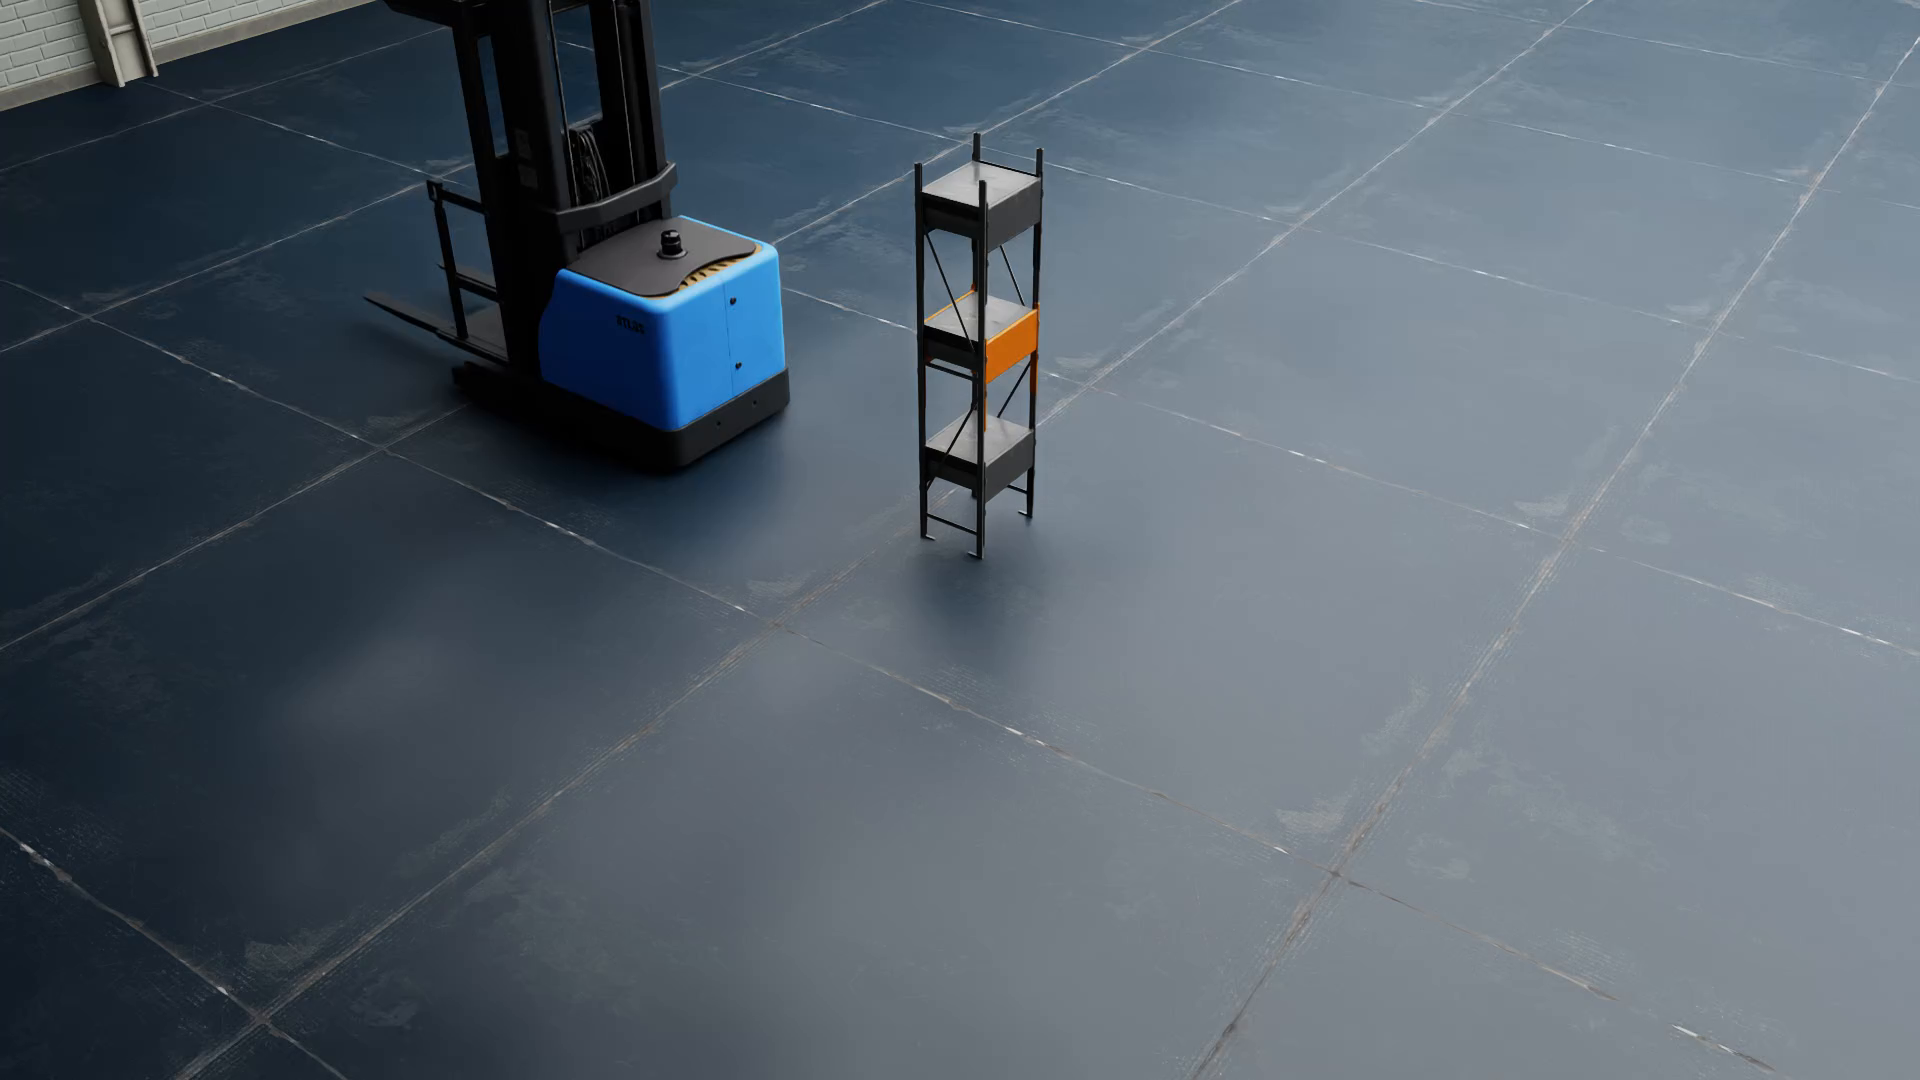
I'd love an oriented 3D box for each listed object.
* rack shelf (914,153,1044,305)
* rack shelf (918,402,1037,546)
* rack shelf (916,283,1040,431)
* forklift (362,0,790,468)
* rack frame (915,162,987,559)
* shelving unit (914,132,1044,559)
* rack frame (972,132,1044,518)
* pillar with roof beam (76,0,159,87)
[{"bbox_3d":[0.094,-1.515,8.066,0.431,0.518,0.480,21,39,28],"label":"rack shelf"},{"bbox_3d":[0.094,-0.355,8.850,0.431,0.518,0.480,21,39,28],"label":"rack shelf"},{"bbox_3d":[0.094,-0.935,8.458,0.431,0.518,0.480,21,39,28],"label":"rack shelf"},{"bbox_3d":[-2.509,-2.279,9.679,3.031,2.935,1.130,23,40,30],"label":"forklift"},{"bbox_3d":[-0.045,-0.834,8.284,0.400,2.100,0.015,21,39,28],"label":"rack frame"},{"bbox_3d":[0.094,-0.946,8.450,0.431,2.100,0.503,21,39,28],"label":"shelving unit"},{"bbox_3d":[0.234,-1.058,8.616,0.400,2.100,0.015,21,39,28],"label":"rack frame"},{"bbox_3d":[-4.029,-6.561,10.595,9.100,9.000,0.400,21,39,28],"label":"pillar with roof beam"}]
